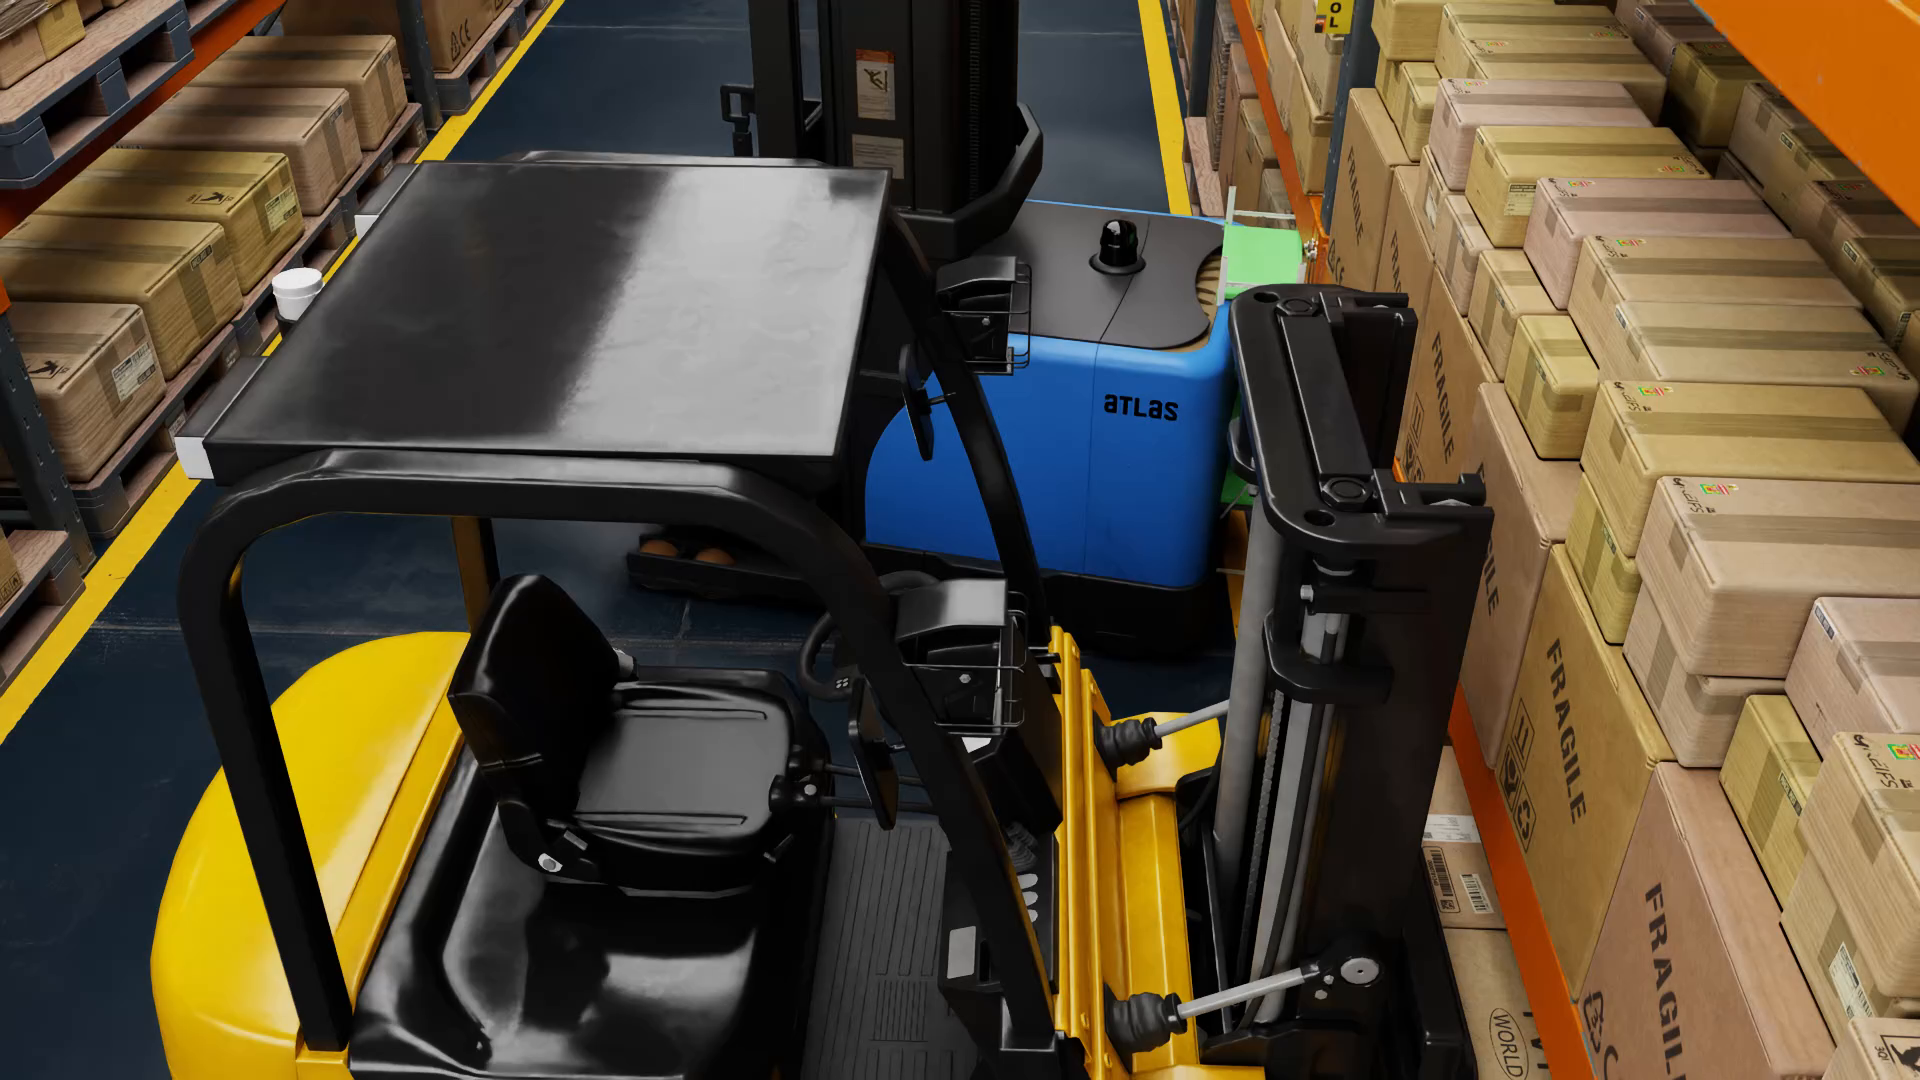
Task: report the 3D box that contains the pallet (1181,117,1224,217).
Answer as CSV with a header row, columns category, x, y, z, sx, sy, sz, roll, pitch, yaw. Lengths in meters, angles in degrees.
category,x,y,z,sx,sy,sz,roll,pitch,yaw
pallet,1.616,-1.708,7.997,1.003,0.211,1.213,1,35,2

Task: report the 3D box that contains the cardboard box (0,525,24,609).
category,x,y,z,sx,sy,sz,roll,pitch,yaw
cardboard box,-3.188,0.164,4.934,0.500,0.250,0.500,3,35,4

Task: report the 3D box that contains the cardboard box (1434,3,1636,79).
category,x,y,z,sx,sy,sz,roll,pitch,yaw
cardboard box,1.316,-1.122,3.827,0.380,0.149,0.250,2,35,3

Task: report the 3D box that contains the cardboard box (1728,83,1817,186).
category,x,y,z,sx,sy,sz,roll,pitch,yaw
cardboard box,1.820,-0.820,3.398,0.380,0.149,0.250,1,35,1

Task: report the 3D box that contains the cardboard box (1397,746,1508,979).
category,x,y,z,sx,sy,sz,roll,pitch,yaw
cardboard box,1.126,0.673,3.340,0.500,0.250,0.500,1,35,1

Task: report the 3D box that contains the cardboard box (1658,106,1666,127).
category,x,y,z,sx,sy,sz,roll,pitch,yaw
cardboard box,1.796,-0.994,3.904,0.380,0.149,0.250,0,35,1

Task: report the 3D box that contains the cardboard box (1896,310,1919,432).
category,x,y,z,sx,sy,sz,roll,pitch,yaw
cardboard box,1.684,-0.229,2.557,0.380,0.149,0.250,1,35,2

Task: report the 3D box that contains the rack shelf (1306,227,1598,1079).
category,x,y,z,sx,sy,sz,roll,pitch,yaw
rack shelf,1.447,0.421,3.168,1.077,0.370,4.000,1,35,2

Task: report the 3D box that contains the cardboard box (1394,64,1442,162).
category,x,y,z,sx,sy,sz,roll,pitch,yaw
cardboard box,1.243,-1.003,3.918,0.380,0.149,0.250,2,35,3

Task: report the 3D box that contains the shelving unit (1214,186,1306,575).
category,x,y,z,sx,sy,sz,roll,pitch,yaw
shelving unit,0.910,-0.458,5.314,0.258,1.200,0.503,6,37,8

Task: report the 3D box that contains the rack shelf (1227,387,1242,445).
category,x,y,z,sx,sy,sz,roll,pitch,yaw
rack shelf,0.910,-0.407,5.352,0.258,0.148,0.480,6,37,8

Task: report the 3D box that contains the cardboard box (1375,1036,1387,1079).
category,x,y,z,sx,sy,sz,roll,pitch,yaw
cardboard box,1.127,1.080,3.631,0.500,0.250,0.500,2,35,3

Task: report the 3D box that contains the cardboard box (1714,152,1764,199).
category,x,y,z,sx,sy,sz,roll,pitch,yaw
cardboard box,1.805,-0.692,3.475,0.380,0.149,0.250,2,35,2

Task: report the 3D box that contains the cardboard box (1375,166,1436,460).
category,x,y,z,sx,sy,sz,roll,pitch,yaw
cardboard box,1.244,-0.515,3.787,0.500,0.500,0.500,2,35,3

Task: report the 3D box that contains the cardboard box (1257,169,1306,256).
category,x,y,z,sx,sy,sz,roll,pitch,yaw
cardboard box,1.576,-0.969,6.220,0.875,0.625,0.625,1,35,1

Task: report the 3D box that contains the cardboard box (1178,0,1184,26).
category,x,y,z,sx,sy,sz,roll,pitch,yaw
cardboard box,1.539,-3.306,9.654,0.500,0.500,0.500,3,35,4

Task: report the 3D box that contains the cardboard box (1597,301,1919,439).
category,x,y,z,sx,sy,sz,roll,pitch,yaw
cardboard box,1.226,-0.245,2.580,0.380,0.149,0.250,2,35,3

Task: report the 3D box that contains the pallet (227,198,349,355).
category,x,y,z,sx,sy,sz,roll,pitch,yaw
pallet,-3.356,-1.144,7.195,1.003,0.211,1.213,1,35,2

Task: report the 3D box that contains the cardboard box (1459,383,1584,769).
category,x,y,z,sx,sy,sz,roll,pitch,yaw
cardboard box,1.184,0.064,2.963,0.500,0.500,0.500,2,35,2

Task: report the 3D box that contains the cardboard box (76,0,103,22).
category,x,y,z,sx,sy,sz,roll,pitch,yaw
cardboard box,-3.141,-1.822,5.588,0.380,0.149,0.250,3,35,5

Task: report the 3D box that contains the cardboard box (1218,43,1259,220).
category,x,y,z,sx,sy,sz,roll,pitch,yaw
cardboard box,1.631,-1.788,7.385,0.875,0.625,0.625,2,35,3

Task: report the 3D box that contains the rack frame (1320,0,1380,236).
category,x,y,z,sx,sy,sz,roll,pitch,yaw
rack frame,1.527,-1.023,4.597,1.000,3.000,0.127,1,35,2

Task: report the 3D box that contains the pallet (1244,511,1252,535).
category,x,y,z,sx,sy,sz,roll,pitch,yaw
pallet,1.518,-0.306,6.002,1.003,0.211,1.213,1,35,2

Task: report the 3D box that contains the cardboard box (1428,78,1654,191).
category,x,y,z,sx,sy,sz,roll,pitch,yaw
cardboard box,1.184,-0.830,3.412,0.380,0.149,0.250,2,35,3

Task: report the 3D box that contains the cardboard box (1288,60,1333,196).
category,x,y,z,sx,sy,sz,roll,pitch,yaw
cardboard box,1.286,-1.257,5.060,0.500,0.250,0.500,2,35,3

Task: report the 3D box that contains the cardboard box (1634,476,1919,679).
category,x,y,z,sx,sy,sz,roll,pitch,yaw
cardboard box,1.117,0.050,2.161,0.380,0.149,0.250,2,35,3

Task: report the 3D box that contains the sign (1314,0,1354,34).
category,x,y,z,sx,sy,sz,roll,pitch,yaw
sign,0.985,-1.471,4.296,0.100,0.325,0.005,1,35,2

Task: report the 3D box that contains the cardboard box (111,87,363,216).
category,x,y,z,sx,sy,sz,roll,pitch,yaw
cardboard box,-3.326,-1.782,7.596,0.950,0.372,0.625,1,35,1

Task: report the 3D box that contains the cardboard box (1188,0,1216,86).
category,x,y,z,sx,sy,sz,roll,pitch,yaw
cardboard box,1.490,-2.718,8.817,0.500,0.500,0.500,2,35,3

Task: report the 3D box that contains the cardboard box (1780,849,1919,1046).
category,x,y,z,sx,sy,sz,roll,pitch,yaw
cardboard box,1.153,0.468,1.824,0.380,0.149,0.250,2,35,3

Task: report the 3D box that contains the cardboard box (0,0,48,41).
category,x,y,z,sx,sy,sz,roll,pitch,yaw
cardboard box,-3.127,-1.732,4.895,0.500,0.500,0.500,2,35,3

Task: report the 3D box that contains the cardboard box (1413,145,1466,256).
category,x,y,z,sx,sy,sz,roll,pitch,yaw
cardboard box,1.176,-0.713,3.504,0.380,0.149,0.250,2,35,3

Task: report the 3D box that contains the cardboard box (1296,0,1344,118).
category,x,y,z,sx,sy,sz,roll,pitch,yaw
cardboard box,1.292,-1.454,4.906,0.500,0.250,0.500,1,35,1

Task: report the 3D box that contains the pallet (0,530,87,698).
category,x,y,z,sx,sy,sz,roll,pitch,yaw
pallet,-3.424,0.392,5.008,1.003,0.211,1.213,1,35,2

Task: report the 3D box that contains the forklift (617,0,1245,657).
category,x,y,z,sx,sy,sz,roll,pitch,yaw
forklift,-0.605,-1.289,5.035,3.031,2.935,1.130,8,36,12

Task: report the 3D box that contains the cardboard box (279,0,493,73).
category,x,y,z,sx,sy,sz,roll,pitch,yaw
cardboard box,-3.161,-3.131,9.079,0.875,0.875,0.875,1,35,1

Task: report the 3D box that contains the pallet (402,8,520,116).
category,x,y,z,sx,sy,sz,roll,pitch,yaw
pallet,-3.165,-2.744,9.470,1.003,0.211,1.213,1,35,2

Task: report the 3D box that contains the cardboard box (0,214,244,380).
category,x,y,z,sx,sy,sz,roll,pitch,yaw
cardboard box,-3.388,-0.946,6.408,0.950,0.372,0.625,3,35,5

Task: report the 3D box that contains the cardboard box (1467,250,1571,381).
category,x,y,z,sx,sy,sz,roll,pitch,yaw
cardboard box,1.172,-0.417,3.084,0.380,0.149,0.250,0,35,0

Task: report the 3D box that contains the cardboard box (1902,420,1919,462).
category,x,y,z,sx,sy,sz,roll,pitch,yaw
cardboard box,1.724,-0.100,2.632,0.380,0.149,0.250,1,35,2

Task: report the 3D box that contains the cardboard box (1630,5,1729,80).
category,x,y,z,sx,sy,sz,roll,pitch,yaw
cardboard box,1.765,-1.117,3.821,0.380,0.149,0.250,0,35,1

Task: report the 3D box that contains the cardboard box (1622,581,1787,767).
category,x,y,z,sx,sy,sz,roll,pitch,yaw
cardboard box,1.138,0.172,2.246,0.380,0.149,0.250,0,35,0

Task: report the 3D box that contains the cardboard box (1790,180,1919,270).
category,x,y,z,sx,sy,sz,roll,pitch,yaw
cardboard box,1.733,-0.525,2.979,0.380,0.149,0.250,1,35,1

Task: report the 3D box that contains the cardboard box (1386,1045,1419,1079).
category,x,y,z,sx,sy,sz,roll,pitch,yaw
cardboard box,1.105,1.152,3.093,0.500,0.250,0.500,1,35,1

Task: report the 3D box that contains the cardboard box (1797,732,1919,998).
category,x,y,z,sx,sy,sz,roll,pitch,yaw
cardboard box,1.133,0.343,1.743,0.380,0.149,0.250,2,35,3

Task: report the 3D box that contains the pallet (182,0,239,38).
category,x,y,z,sx,sy,sz,roll,pitch,yaw
pallet,-3.310,-2.217,6.462,1.003,0.211,1.213,1,35,2

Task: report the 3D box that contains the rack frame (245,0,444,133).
category,x,y,z,sx,sy,sz,roll,pitch,yaw
rack frame,-3.272,-3.433,8.027,1.000,3.000,0.127,1,35,2

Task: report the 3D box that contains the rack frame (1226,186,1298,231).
category,x,y,z,sx,sy,sz,roll,pitch,yaw
rack frame,0.952,-0.600,5.508,0.240,1.200,0.015,6,37,8

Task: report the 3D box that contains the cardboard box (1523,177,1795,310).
category,x,y,z,sx,sy,sz,roll,pitch,yaw
cardboard box,1.246,-0.533,2.989,0.380,0.149,0.250,1,35,2

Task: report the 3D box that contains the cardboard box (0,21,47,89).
category,x,y,z,sx,sy,sz,roll,pitch,yaw
cardboard box,-3.095,-1.515,5.150,0.380,0.149,0.250,2,35,3

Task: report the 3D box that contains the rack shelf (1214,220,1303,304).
category,x,y,z,sx,sy,sz,roll,pitch,yaw
rack shelf,0.912,-0.794,5.068,0.258,0.148,0.480,6,37,8

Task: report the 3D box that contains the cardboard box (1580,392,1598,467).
category,x,y,z,sx,sy,sz,roll,pitch,yaw
cardboard box,1.228,-0.116,2.655,0.380,0.149,0.250,1,35,2

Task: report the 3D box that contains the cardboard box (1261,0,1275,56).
category,x,y,z,sx,sy,sz,roll,pitch,yaw
cardboard box,1.351,-1.831,5.876,0.500,0.250,0.500,2,35,2

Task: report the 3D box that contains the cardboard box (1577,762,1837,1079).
category,x,y,z,sx,sy,sz,roll,pitch,yaw
cardboard box,1.154,0.648,2.133,0.500,0.500,0.500,2,35,3

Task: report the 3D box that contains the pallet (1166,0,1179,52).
category,x,y,z,sx,sy,sz,roll,pitch,yaw
pallet,1.808,-3.307,10.272,1.003,0.211,1.213,1,35,2
